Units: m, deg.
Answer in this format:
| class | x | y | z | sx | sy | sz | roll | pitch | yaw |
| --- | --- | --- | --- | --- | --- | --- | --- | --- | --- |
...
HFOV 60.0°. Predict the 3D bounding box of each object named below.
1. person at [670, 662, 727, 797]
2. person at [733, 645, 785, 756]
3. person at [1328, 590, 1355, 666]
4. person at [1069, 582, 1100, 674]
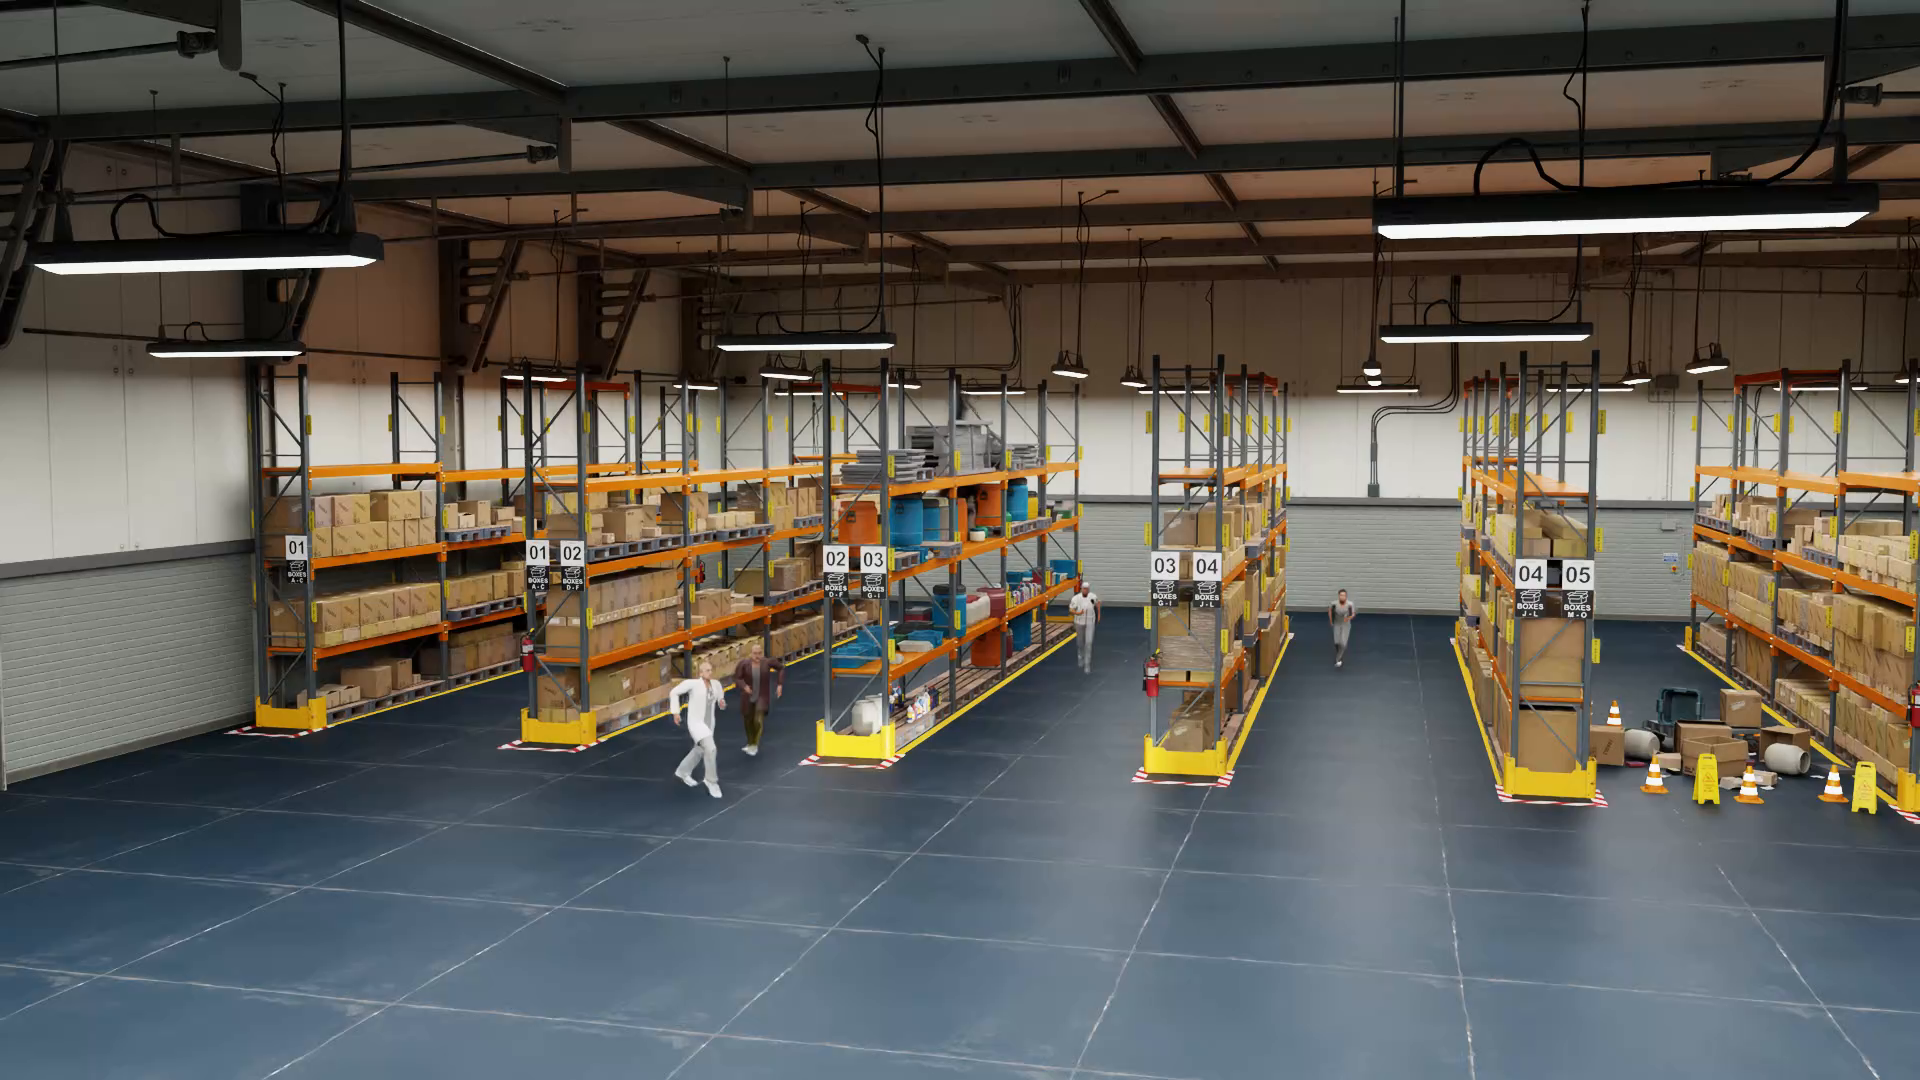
| class | x | y | z | sx | sy | sz | roll | pitch | yaw |
| --- | --- | --- | --- | --- | --- | --- | --- | --- | --- |
| person | -3.564 | 2.564 | 22.663 | 0.939 | 1.831 | 0.741 | 3 | 5 | 40 |
| person | -3.037 | 2.416 | 25.128 | 0.756 | 1.725 | 0.849 | 0 | 4 | -2 |
| person | 7.894 | 1.816 | 34.384 | 0.534 | 1.607 | 0.657 | 1 | 4 | 10 |
| person | 2.419 | 1.672 | 32.278 | 0.628 | 1.728 | 0.870 | 0 | 4 | -1 |
